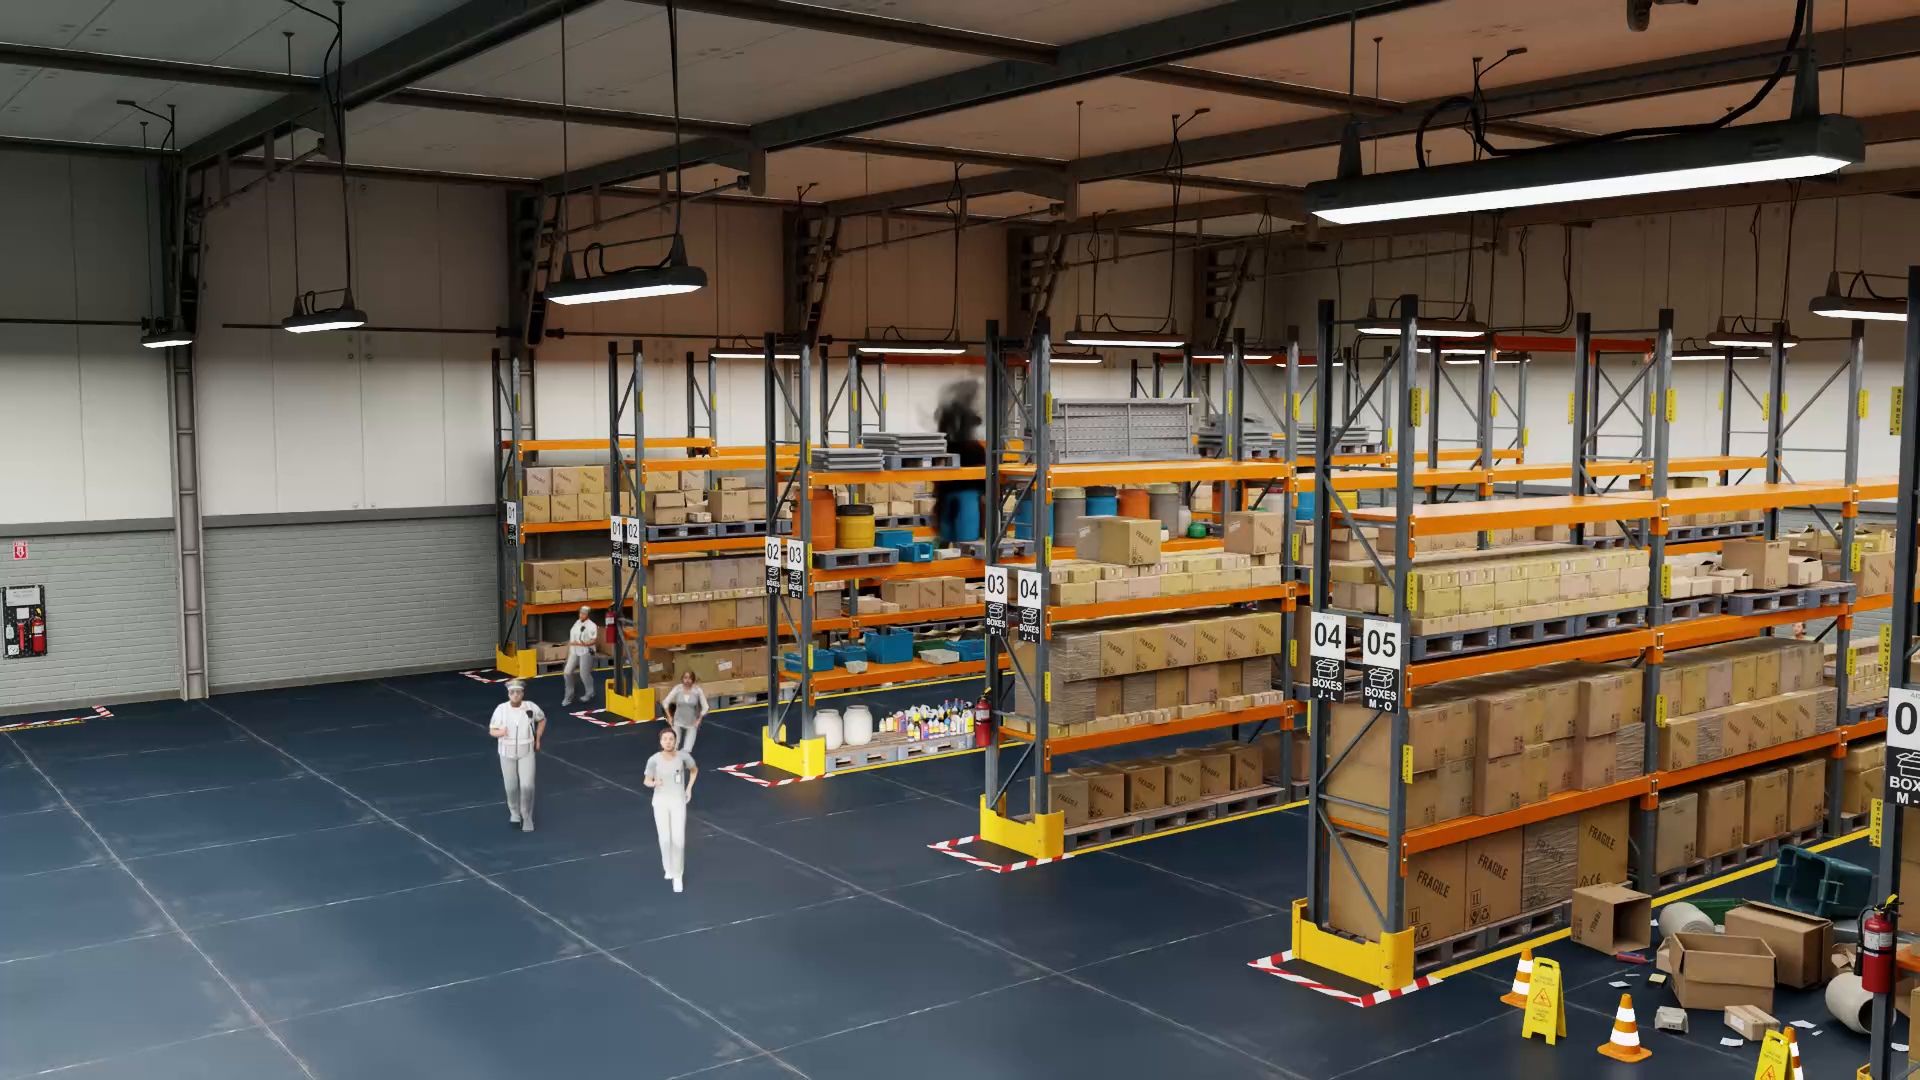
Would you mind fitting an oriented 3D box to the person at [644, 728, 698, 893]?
[{"bbox_3d":[-3.025,2.808,17.387,0.544,1.705,0.691,0,5,-5],"label":"person"}]

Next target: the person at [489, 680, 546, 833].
[{"bbox_3d":[-5.238,2.564,19.702,0.640,1.840,0.726,-1,5,-11],"label":"person"}]

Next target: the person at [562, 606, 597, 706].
[{"bbox_3d":[-6.263,1.932,27.727,0.612,1.706,0.680,2,6,24],"label":"person"}]

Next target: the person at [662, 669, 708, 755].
[{"bbox_3d":[-3.659,2.474,22.162,0.611,1.551,0.690,-1,5,-6],"label":"person"}]

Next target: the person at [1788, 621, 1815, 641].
[{"bbox_3d":[13.171,2.066,26.111,0.518,1.613,0.587,-4,7,-40],"label":"person"}]
